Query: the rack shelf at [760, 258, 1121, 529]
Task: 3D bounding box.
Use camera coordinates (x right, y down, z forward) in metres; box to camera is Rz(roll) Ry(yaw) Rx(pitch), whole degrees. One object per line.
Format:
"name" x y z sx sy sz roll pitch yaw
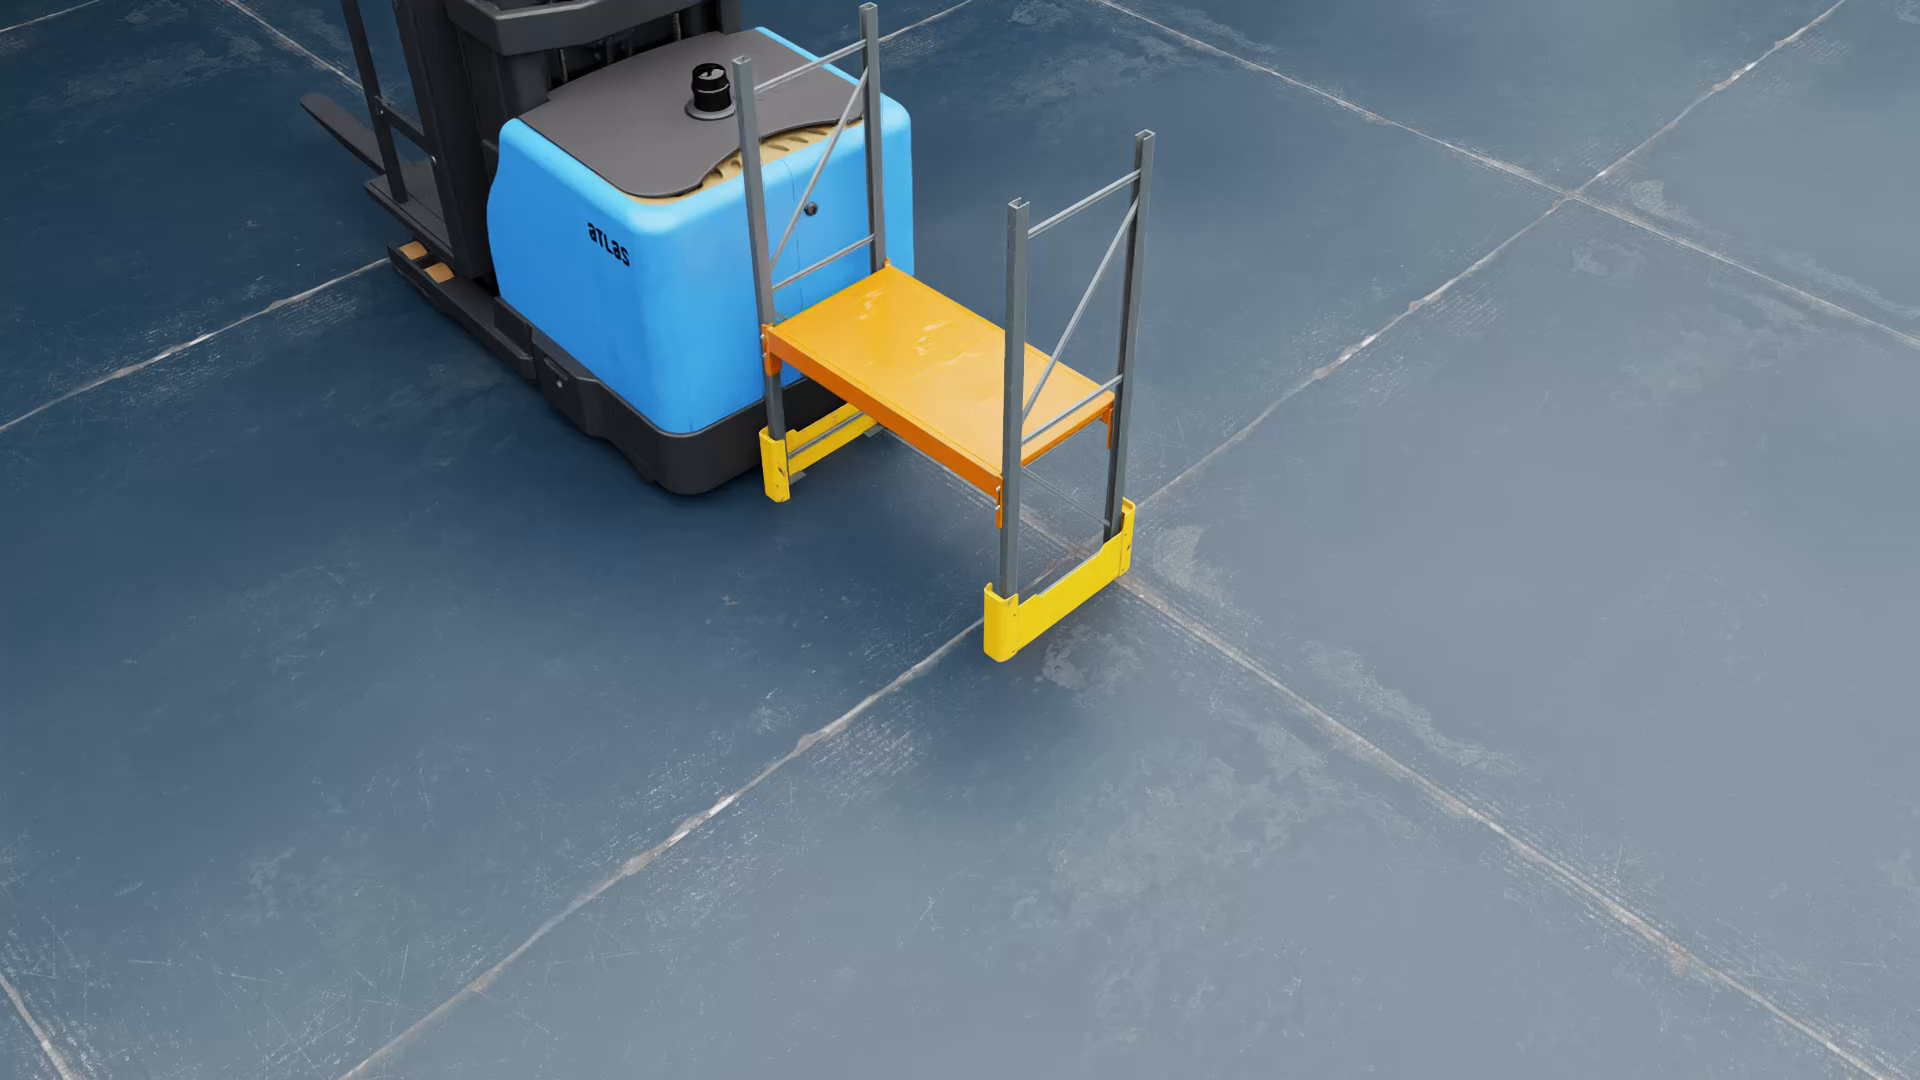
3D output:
"rack shelf" -0.060 -0.460 4.907 0.538 0.185 1.000 -34 53 -31

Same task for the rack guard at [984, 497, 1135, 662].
"rack guard" 0.298 0.111 4.946 0.587 0.250 0.087 -34 53 -31

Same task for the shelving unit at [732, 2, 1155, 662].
"shelving unit" -0.054 -0.587 4.781 0.587 1.500 1.083 -34 53 -31

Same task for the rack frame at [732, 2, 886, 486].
"rack frame" -0.419 -0.836 5.050 0.500 1.500 0.032 -34 53 -31

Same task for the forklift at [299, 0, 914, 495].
"forklift" -1.492 -2.140 5.406 1.130 2.935 3.031 -31 51 -29

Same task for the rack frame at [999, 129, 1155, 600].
"rack frame" 0.299 -0.348 4.521 0.500 1.500 0.032 -34 53 -31

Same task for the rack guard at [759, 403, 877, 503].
"rack guard" -0.406 -0.368 5.464 0.587 0.250 0.087 -34 53 -31
